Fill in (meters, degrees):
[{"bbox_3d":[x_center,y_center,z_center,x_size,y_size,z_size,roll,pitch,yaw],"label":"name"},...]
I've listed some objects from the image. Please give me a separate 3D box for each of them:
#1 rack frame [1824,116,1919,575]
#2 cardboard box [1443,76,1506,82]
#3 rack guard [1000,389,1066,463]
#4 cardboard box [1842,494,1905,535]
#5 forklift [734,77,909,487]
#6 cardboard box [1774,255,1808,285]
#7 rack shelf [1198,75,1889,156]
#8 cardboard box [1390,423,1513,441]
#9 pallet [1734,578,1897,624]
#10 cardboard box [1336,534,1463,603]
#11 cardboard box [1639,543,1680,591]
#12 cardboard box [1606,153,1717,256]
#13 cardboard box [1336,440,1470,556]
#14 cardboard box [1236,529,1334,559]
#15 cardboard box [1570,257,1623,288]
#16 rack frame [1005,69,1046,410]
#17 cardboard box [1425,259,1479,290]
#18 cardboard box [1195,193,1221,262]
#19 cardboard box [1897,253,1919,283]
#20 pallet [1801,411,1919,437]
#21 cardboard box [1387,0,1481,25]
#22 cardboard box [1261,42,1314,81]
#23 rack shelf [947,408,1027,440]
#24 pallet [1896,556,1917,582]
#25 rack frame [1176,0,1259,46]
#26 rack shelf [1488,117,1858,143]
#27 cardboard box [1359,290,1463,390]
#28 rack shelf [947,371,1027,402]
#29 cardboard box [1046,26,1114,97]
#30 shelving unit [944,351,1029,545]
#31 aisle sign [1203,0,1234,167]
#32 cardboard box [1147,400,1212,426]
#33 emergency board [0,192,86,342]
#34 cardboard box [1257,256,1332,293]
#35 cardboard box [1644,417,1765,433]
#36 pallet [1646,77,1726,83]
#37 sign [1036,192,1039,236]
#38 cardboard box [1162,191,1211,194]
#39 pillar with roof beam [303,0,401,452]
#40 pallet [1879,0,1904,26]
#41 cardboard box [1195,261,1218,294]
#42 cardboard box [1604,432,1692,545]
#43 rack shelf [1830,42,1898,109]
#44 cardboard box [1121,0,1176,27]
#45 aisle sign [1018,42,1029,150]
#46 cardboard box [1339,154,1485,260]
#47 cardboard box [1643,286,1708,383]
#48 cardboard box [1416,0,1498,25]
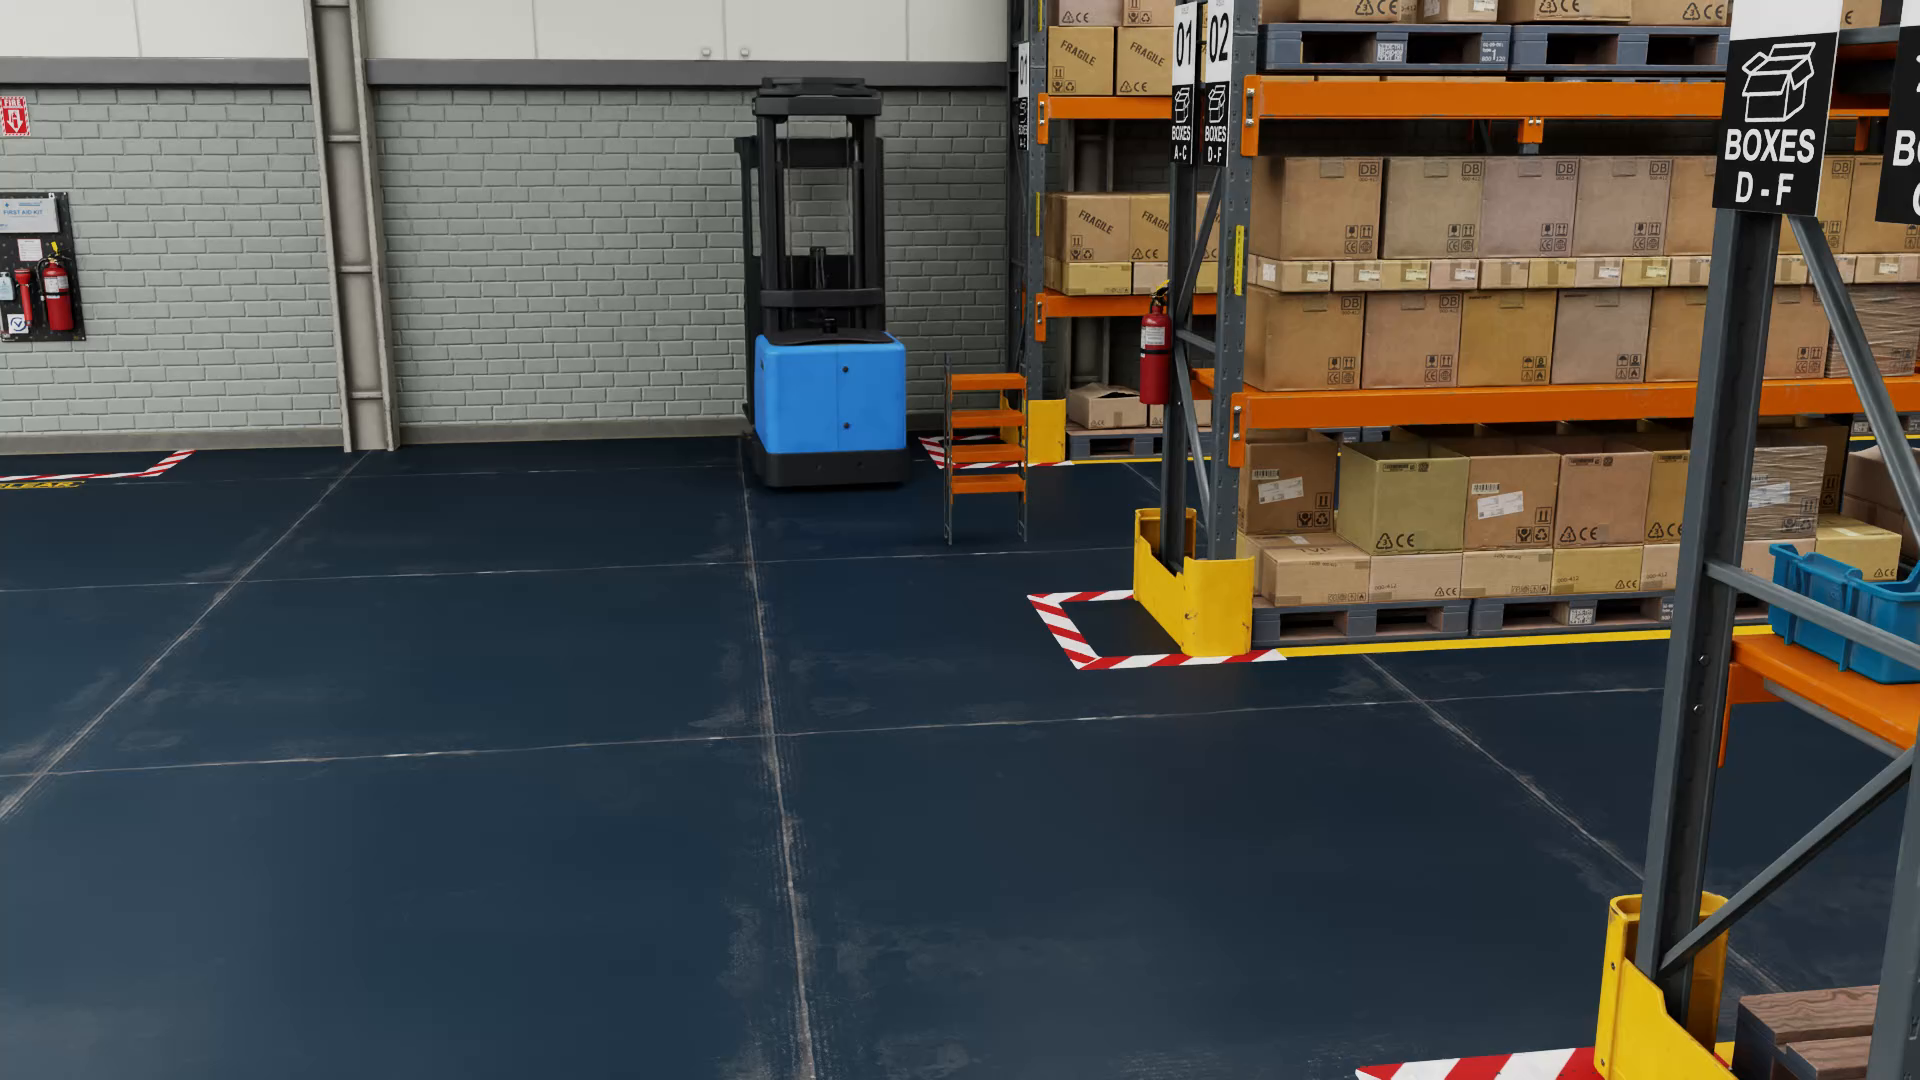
[{"bbox_3d":[5.209,-1.155,9.160,0.127,3.000,1.000,-2,14,-8],"label":"rack frame"},{"bbox_3d":[4.002,-3.782,13.221,0.500,0.500,0.500,-2,14,-7],"label":"cardboard box"},{"bbox_3d":[0.587,-0.992,13.648,0.348,0.500,1.175,-2,14,-8],"label":"rack guard"},{"bbox_3d":[5.576,-0.110,9.781,0.500,0.250,0.500,-2,14,-9],"label":"cardboard box"},{"bbox_3d":[-1.174,-2.114,13.126,1.130,2.935,3.031,-3,14,-11],"label":"forklift"},{"bbox_3d":[4.209,-1.428,8.711,0.250,0.149,0.380,-2,14,-8],"label":"cardboard box"},{"bbox_3d":[3.231,-2.188,8.594,4.000,0.370,1.077,-2,14,-8],"label":"rack shelf"},{"bbox_3d":[2.726,-0.374,9.296,0.500,0.500,0.500,-2,14,-8],"label":"cardboard box"},{"bbox_3d":[4.416,0.216,9.425,1.213,0.211,1.003,-2,14,-8],"label":"pallet"},{"bbox_3d":[2.311,0.135,8.805,0.500,0.250,0.500,-2,14,-8],"label":"cardboard box"},{"bbox_3d":[3.795,0.082,9.018,0.500,0.250,0.500,-2,14,-8],"label":"cardboard box"},{"bbox_3d":[3.776,-1.778,8.774,0.500,0.500,0.700,-2,14,-8],"label":"cardboard box"},{"bbox_3d":[2.311,-0.228,8.713,0.500,0.500,0.500,-2,14,-8],"label":"cardboard box"},{"bbox_3d":[1.740,0.030,9.226,0.500,0.250,0.500,-2,14,-8],"label":"cardboard box"},{"bbox_3d":[3.194,-1.391,8.563,0.250,0.149,0.380,-2,14,-8],"label":"cardboard box"},{"bbox_3d":[0.512,-2.201,13.333,0.127,3.000,1.000,-2,14,-8],"label":"rack frame"},{"bbox_3d":[2.431,-1.363,8.451,0.250,0.149,0.380,-2,14,-9],"label":"cardboard box"},{"bbox_3d":[2.031,-2.480,13.169,0.500,0.500,0.500,-3,14,-10],"label":"cardboard box"},{"bbox_3d":[4.972,-1.457,8.824,0.250,0.149,0.380,-2,14,-8],"label":"cardboard box"},{"bbox_3d":[7.650,-1.111,14.717,1.213,0.211,1.003,-2,14,-8],"label":"pallet"},{"bbox_3d":[2.353,-2.769,8.587,0.500,0.250,0.500,-2,14,-8],"label":"cardboard box"},{"bbox_3d":[2.456,-3.722,12.982,0.500,0.500,0.500,-1,14,-5],"label":"cardboard box"},{"bbox_3d":[0.164,-0.740,10.562,0.480,0.148,0.258,-2,14,-8],"label":"rack shelf"},{"bbox_3d":[5.932,0.162,9.643,1.213,0.211,1.003,-2,14,-8],"label":"pallet"},{"bbox_3d":[1.253,-3.920,7.852,0.127,3.000,1.000,-2,14,-8],"label":"rack frame"},{"bbox_3d":[6.445,-3.525,13.922,4.000,0.370,1.077,-2,14,-8],"label":"rack shelf"},{"bbox_3d":[2.236,-1.092,8.706,0.500,0.500,0.700,-2,14,-7],"label":"cardboard box"},{"bbox_3d":[0.164,-0.969,10.504,0.480,0.148,0.258,-2,14,-8],"label":"rack shelf"},{"bbox_3d":[0.880,-3.666,12.762,0.500,0.500,0.500,-2,14,-7],"label":"cardboard box"},{"bbox_3d":[0.164,-0.588,10.600,0.503,1.200,0.258,-2,14,-8],"label":"shelving unit"},{"bbox_3d":[1.234,-2.195,7.963,0.004,0.787,0.394,-2,14,-8],"label":"aisle sign"},{"bbox_3d":[1.773,-1.135,13.702,0.500,0.311,0.500,-1,14,-4],"label":"cardboard box"},{"bbox_3d":[-7.307,-2.137,13.076,0.643,1.169,0.194,-2,14,-8],"label":"emergency board"},{"bbox_3d":[1.674,-1.335,8.341,0.250,0.149,0.380,-2,14,-9],"label":"cardboard box"},{"bbox_3d":[4.210,-0.427,9.506,0.500,0.500,0.500,-2,14,-8],"label":"cardboard box"},{"bbox_3d":[6.119,-3.745,13.709,1.003,0.211,1.213,-2,14,-8],"label":"pallet"},{"bbox_3d":[0.593,-2.491,12.707,0.005,0.325,0.100,-2,14,-8],"label":"sign"},{"bbox_3d":[1.956,-2.606,13.672,0.500,0.500,0.500,-2,14,-10],"label":"cardboard box"},{"bbox_3d":[-4.217,-4.092,8.538,0.400,9.000,9.100,-2,14,-8],"label":"pillar with roof beam"},{"bbox_3d":[2.820,-1.188,3.514,1.213,0.211,1.003,-2,14,-8],"label":"pallet"},{"bbox_3d":[2.058,-2.119,13.271,0.500,0.250,0.500,-2,14,-9],"label":"cardboard box"},{"bbox_3d":[3.793,-0.285,8.939,0.500,0.500,0.500,-2,14,-8],"label":"cardboard box"},{"bbox_3d":[3.965,-0.997,3.842,4.000,0.370,1.077,-2,14,-8],"label":"rack shelf"},{"bbox_3d":[1.432,-4.161,12.678,0.500,0.500,0.500,-2,14,-9],"label":"cardboard box"},{"bbox_3d":[0.485,-3.387,12.718,0.004,0.787,0.394,-2,14,-8],"label":"aisle sign"},{"bbox_3d":[2.289,-1.724,8.556,0.500,0.500,0.700,-2,14,-10],"label":"cardboard box"},{"bbox_3d":[3.754,-1.148,8.927,0.500,0.500,0.700,-2,14,-7],"label":"cardboard box"},{"bbox_3d":[2.443,-2.615,8.181,0.250,0.149,0.380,-2,14,-8],"label":"cardboard box"}]
